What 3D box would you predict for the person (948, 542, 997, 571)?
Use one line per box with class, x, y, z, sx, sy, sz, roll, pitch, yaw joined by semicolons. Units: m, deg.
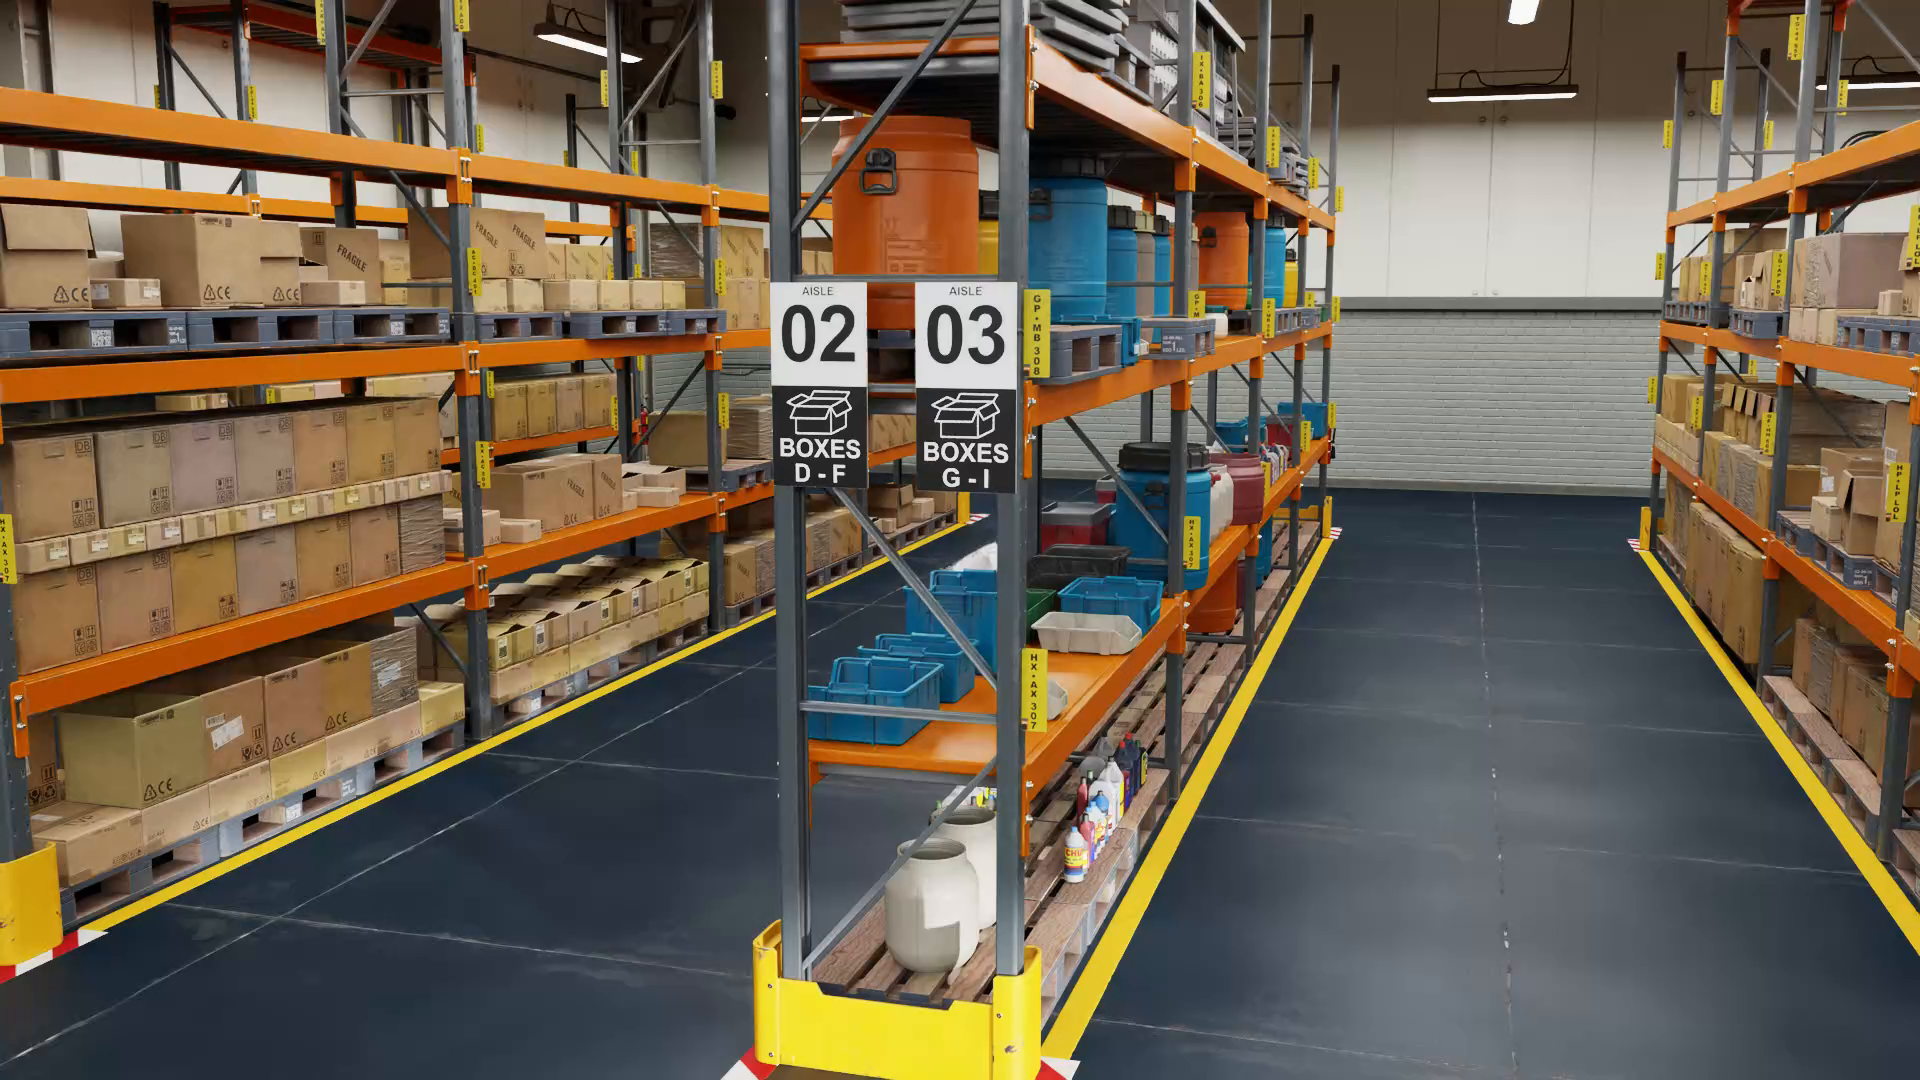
person;0.258;0.420;15.448;0.844;0.962;0.493;2;9;15
